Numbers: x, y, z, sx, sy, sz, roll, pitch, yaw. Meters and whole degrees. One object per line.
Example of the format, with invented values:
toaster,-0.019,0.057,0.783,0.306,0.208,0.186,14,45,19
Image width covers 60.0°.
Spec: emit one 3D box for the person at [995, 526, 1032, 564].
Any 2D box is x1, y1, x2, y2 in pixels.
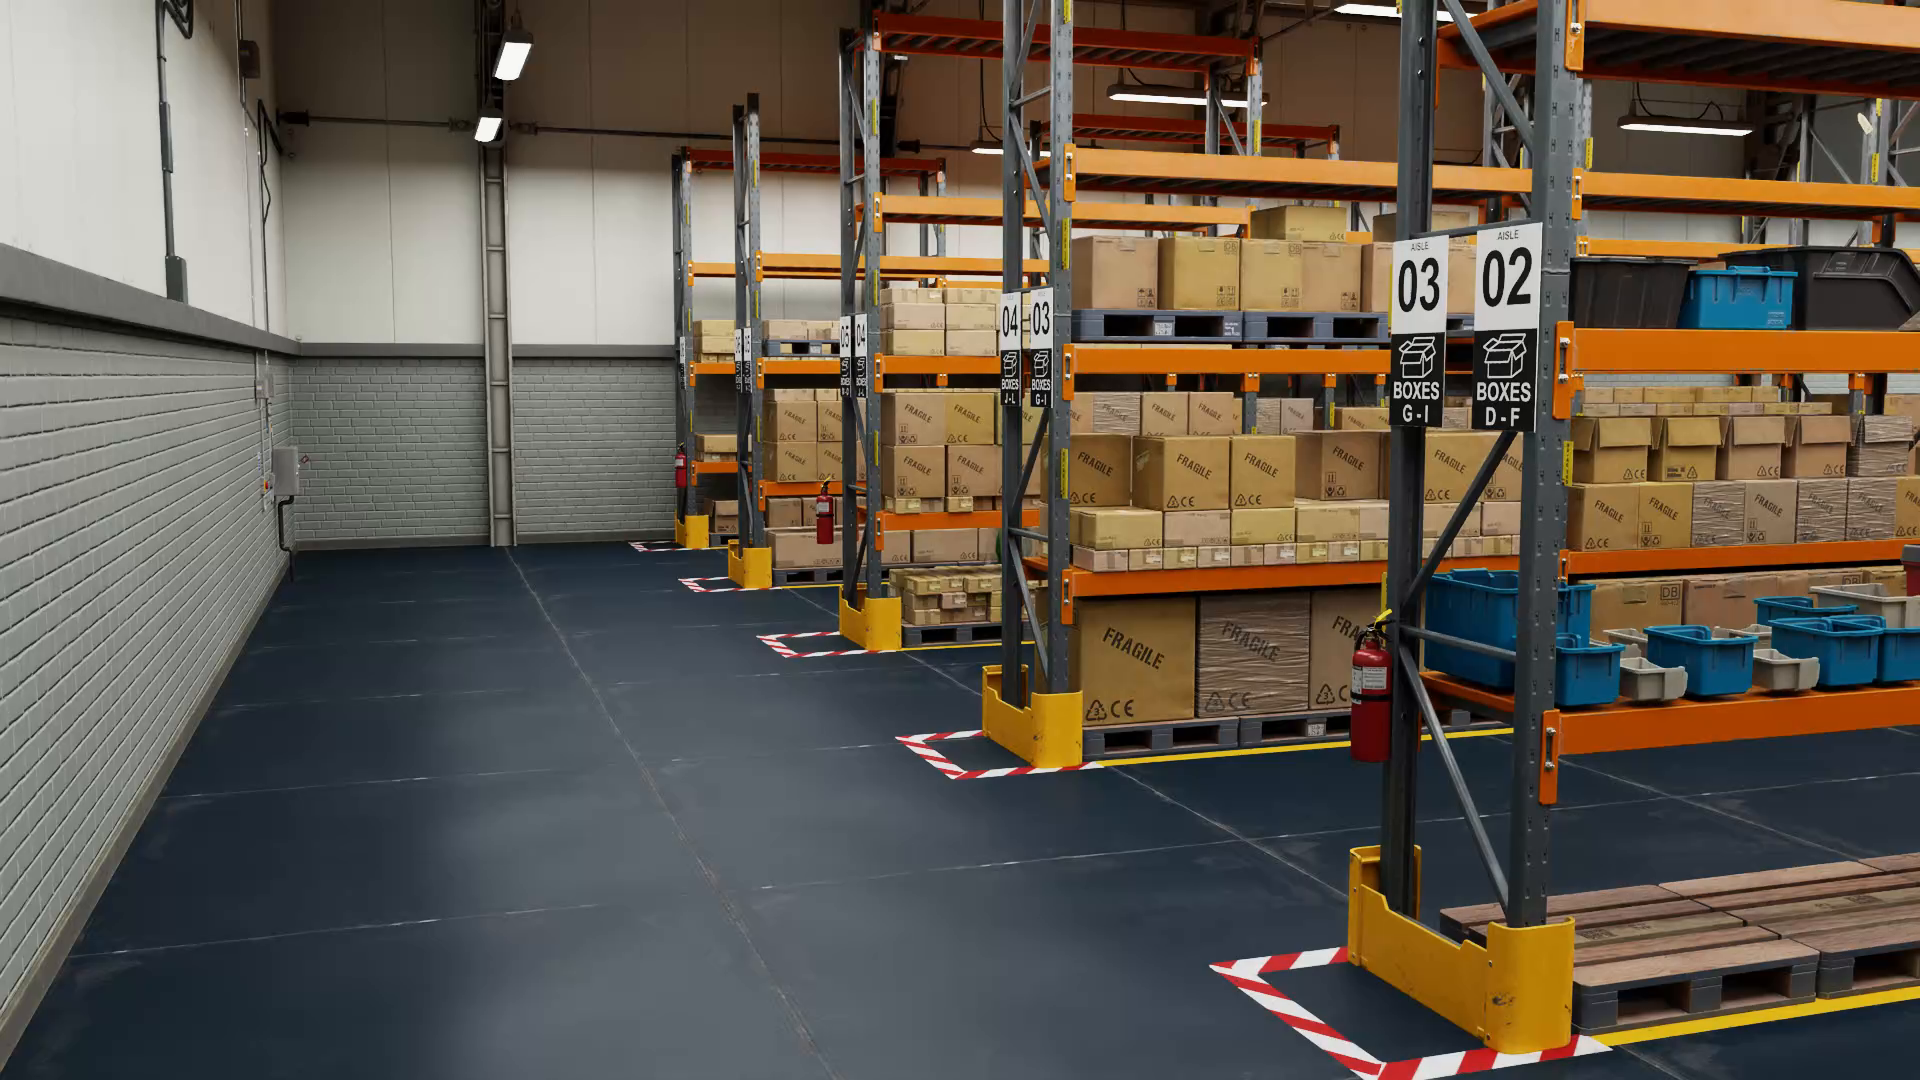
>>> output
person,0.590,-0.153,19.085,0.494,1.782,0.559,-2,6,-18
